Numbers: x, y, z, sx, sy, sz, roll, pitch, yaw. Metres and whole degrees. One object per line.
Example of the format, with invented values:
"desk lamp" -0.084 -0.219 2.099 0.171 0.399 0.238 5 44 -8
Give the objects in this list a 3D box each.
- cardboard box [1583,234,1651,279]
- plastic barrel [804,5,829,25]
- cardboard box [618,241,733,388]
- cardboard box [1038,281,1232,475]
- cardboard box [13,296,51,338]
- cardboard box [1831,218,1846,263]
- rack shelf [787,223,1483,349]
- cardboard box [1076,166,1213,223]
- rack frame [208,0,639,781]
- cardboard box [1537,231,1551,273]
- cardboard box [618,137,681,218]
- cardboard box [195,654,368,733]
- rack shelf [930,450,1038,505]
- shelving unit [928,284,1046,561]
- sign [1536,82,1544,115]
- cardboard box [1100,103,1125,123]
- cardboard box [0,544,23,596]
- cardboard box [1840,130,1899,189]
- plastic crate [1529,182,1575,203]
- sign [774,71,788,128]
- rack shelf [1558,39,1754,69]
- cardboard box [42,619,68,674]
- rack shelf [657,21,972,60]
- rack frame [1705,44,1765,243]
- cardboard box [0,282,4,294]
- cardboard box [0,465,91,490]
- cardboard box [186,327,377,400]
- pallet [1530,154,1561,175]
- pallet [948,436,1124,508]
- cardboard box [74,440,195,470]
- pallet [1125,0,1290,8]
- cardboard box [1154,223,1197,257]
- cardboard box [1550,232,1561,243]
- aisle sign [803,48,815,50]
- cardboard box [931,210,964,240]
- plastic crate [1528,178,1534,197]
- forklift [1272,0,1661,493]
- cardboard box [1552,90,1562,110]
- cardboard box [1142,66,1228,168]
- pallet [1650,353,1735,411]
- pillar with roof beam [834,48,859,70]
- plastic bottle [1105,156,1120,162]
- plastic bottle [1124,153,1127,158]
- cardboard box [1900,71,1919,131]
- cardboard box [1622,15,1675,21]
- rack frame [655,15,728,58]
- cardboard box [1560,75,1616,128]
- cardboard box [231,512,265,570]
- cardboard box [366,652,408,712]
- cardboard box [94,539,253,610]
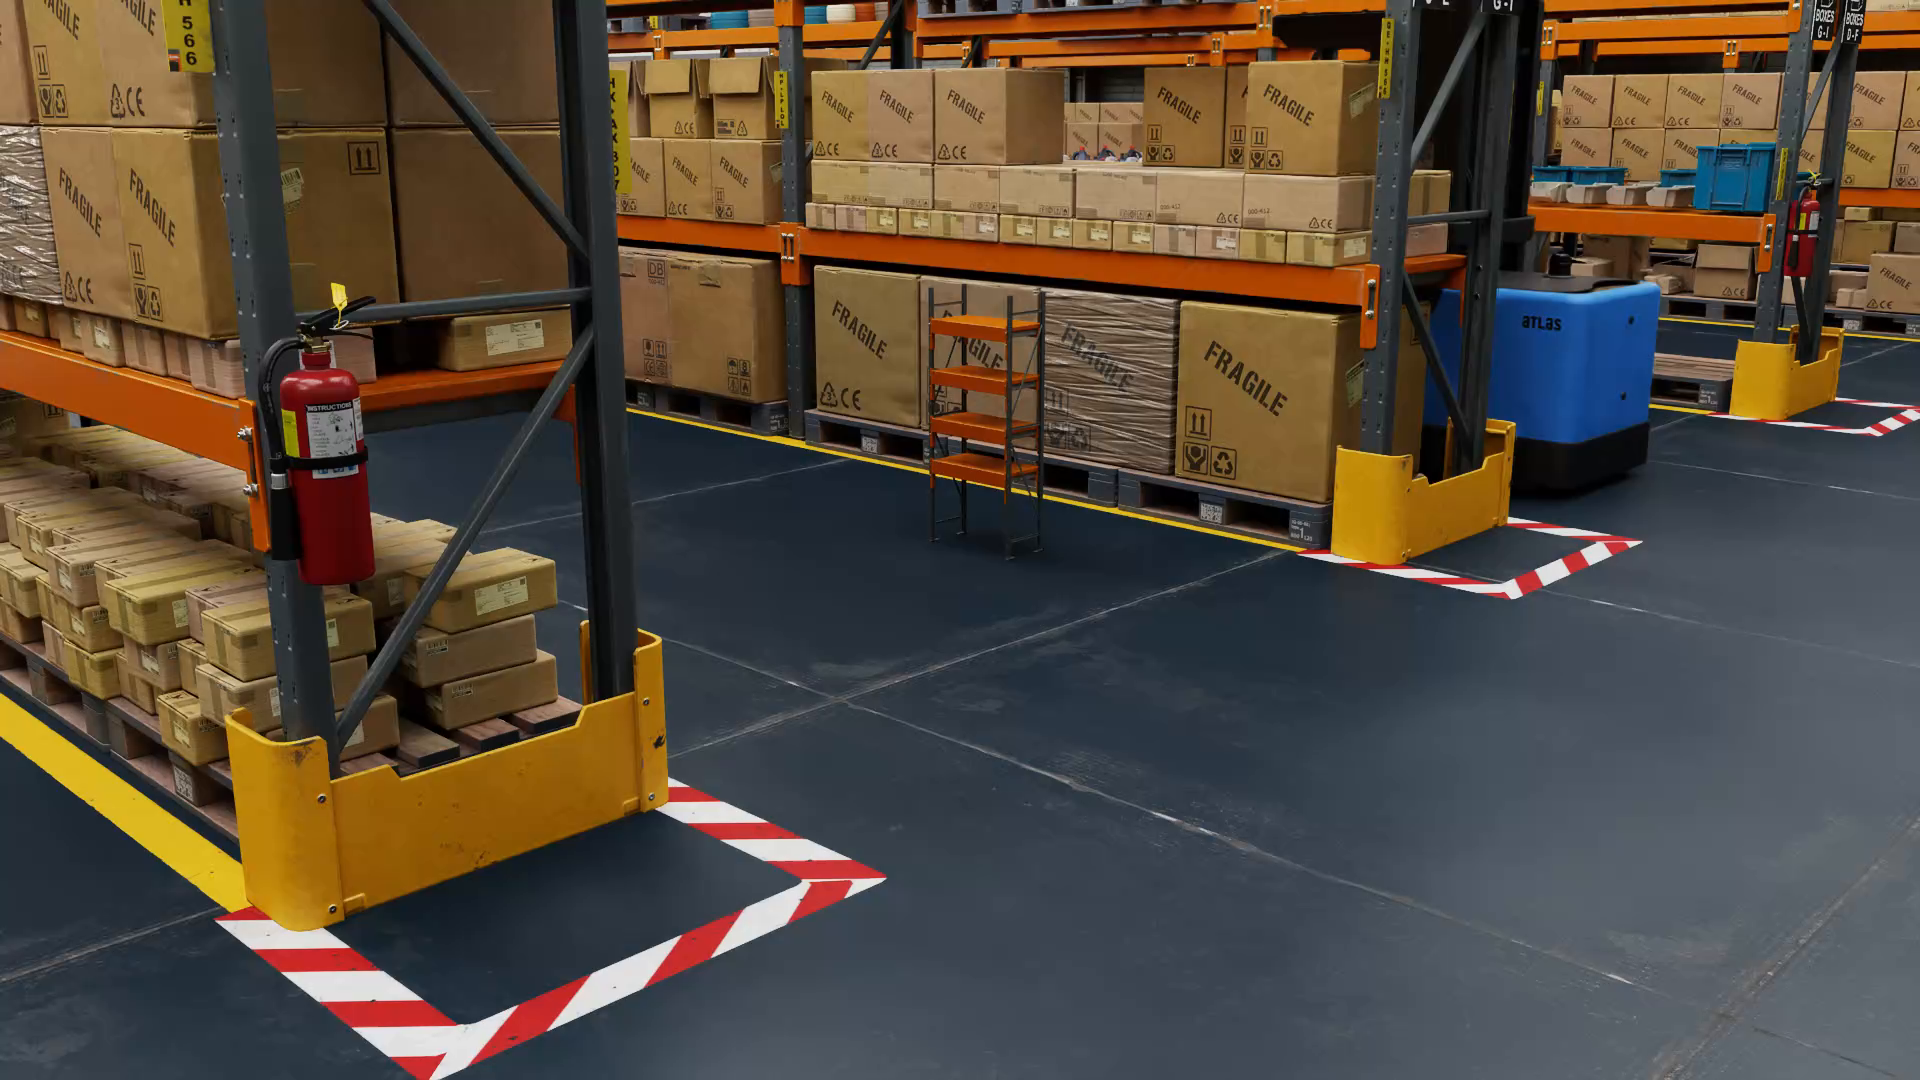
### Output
"cardboard box" 6.807 -2.921 17.280 0.500 0.500 0.500 14 20 42
"plastic barrel" -1.541 -5.883 17.620 0.708 0.901 0.600 14 20 42
"cardboard box" -1.797 -1.608 11.537 0.875 0.875 1.225 13 19 40
"cardboard box" 1.030 -0.901 8.820 0.875 0.875 0.875 14 20 42
"cardboard box" -2.814 -0.755 5.380 0.250 0.149 0.380 14 20 43
"cardboard box" 10.462 -3.622 20.007 0.500 0.500 0.700 13 20 42
"rack shelf" 0.761 -1.471 9.054 4.000 0.370 1.077 14 20 42
"cardboard box" 0.937 -1.755 8.425 0.500 0.250 0.500 13 19 40
"rack frame" -1.314 -0.586 4.233 0.127 3.000 1.000 14 20 42
"cardboard box" 6.021 -3.098 17.959 0.500 0.500 0.500 13 19 40
"cardboard box" -1.937 -2.427 11.101 0.500 0.500 0.500 13 20 42
"cardboard box" -1.893 0.406 4.657 0.250 0.149 0.380 13 19 41
"rack shelf" 0.119 -0.294 7.737 0.480 0.148 0.258 14 20 42
"shelving unit" 0.119 -0.552 7.670 0.503 1.200 0.258 14 20 42
"sign" 5.818 -4.425 16.670 0.005 0.325 0.100 14 20 42
"cardboard box" 2.603 -6.769 26.733 0.500 0.500 0.500 13 19 41
"cardboard box" -3.199 0.088 5.878 0.250 0.149 0.380 13 20 42
"cardboard box" 8.192 -3.434 14.963 0.500 0.500 0.500 14 20 43
"plastic crate" 4.284 -2.525 12.078 0.250 0.136 0.298 14 20 42
"sign" -1.048 -2.591 9.786 0.005 0.325 0.100 14 20 42
"rack shelf" 8.196 -6.319 21.714 4.000 0.370 1.077 14 20 42
"cardboard box" -2.821 0.322 5.569 0.380 0.149 0.250 -14 20 -43
"rack shelf" -1.560 -5.221 17.499 4.000 0.370 1.077 14 20 42
"rack frame" 9.636 -4.866 20.658 0.127 3.000 1.000 14 20 42
"cardboard box" -2.907 -1.078 5.330 0.500 0.500 0.500 -13 20 -41
"cardboard box" -3.513 -0.164 6.254 0.250 0.149 0.380 13 19 41
"cardboard box" -1.745 -0.470 4.286 0.250 0.149 0.380 14 20 42
"pallet" 5.701 -4.033 17.842 1.213 0.211 1.003 14 20 42
"pallet" 0.697 -0.459 9.273 1.213 0.211 1.003 14 20 42
"cardboard box" -3.362 -0.303 6.787 0.250 0.149 0.380 13 20 42
"pallet" 2.127 -4.547 13.861 1.003 0.211 1.213 14 20 42
"cardboard box" 1.168 -1.483 8.173 0.250 0.149 0.380 14 20 43
"cardboard box" 7.821 -4.422 22.385 0.750 0.750 0.750 14 20 42
"aisle sign" -2.282 -7.389 25.186 0.004 0.787 0.394 14 20 42
"cardboard box" 0.058 -1.753 9.208 0.250 0.149 0.380 13 20 41
"plastic crate" 4.222 -2.719 12.822 0.466 0.136 0.293 14 20 42
"forklift" 2.445 -1.966 9.664 3.031 2.935 1.130 14 20 43
"cardboard box" 8.026 -5.736 21.681 0.500 0.250 0.500 13 20 41
"cardboard box" 1.306 -2.213 8.697 0.500 0.500 0.500 13 19 41
"pallet" 5.072 -1.170 12.003 1.213 0.211 1.003 14 20 42
"pillar with roof beam" -5.206 -10.172 29.126 0.400 9.000 9.100 14 20 42
"plastic bottle" 1.361 -3.234 14.642 0.135 0.276 0.152 14 20 42
"plastic bottle" 1.519 -3.462 15.502 0.133 0.283 0.061 14 20 42
"cardboard box" 8.568 -3.826 14.487 0.500 0.500 0.500 13 20 42
"cardboard box" 6.736 -5.127 16.008 0.500 0.250 0.500 14 20 42
"rack frame" -3.000 -4.468 19.130 0.127 3.000 1.000 14 20 42
"cardboard box" 6.344 -4.365 16.554 0.500 0.500 0.500 -14 20 -43
"cardboard box" -2.259 -0.023 5.714 0.380 0.149 0.250 -14 20 -42
"cardboard box" -1.715 0.409 5.233 0.250 0.149 0.380 14 20 42
"cardboard box" -2.430 0.122 5.155 0.250 0.149 0.380 13 19 40
